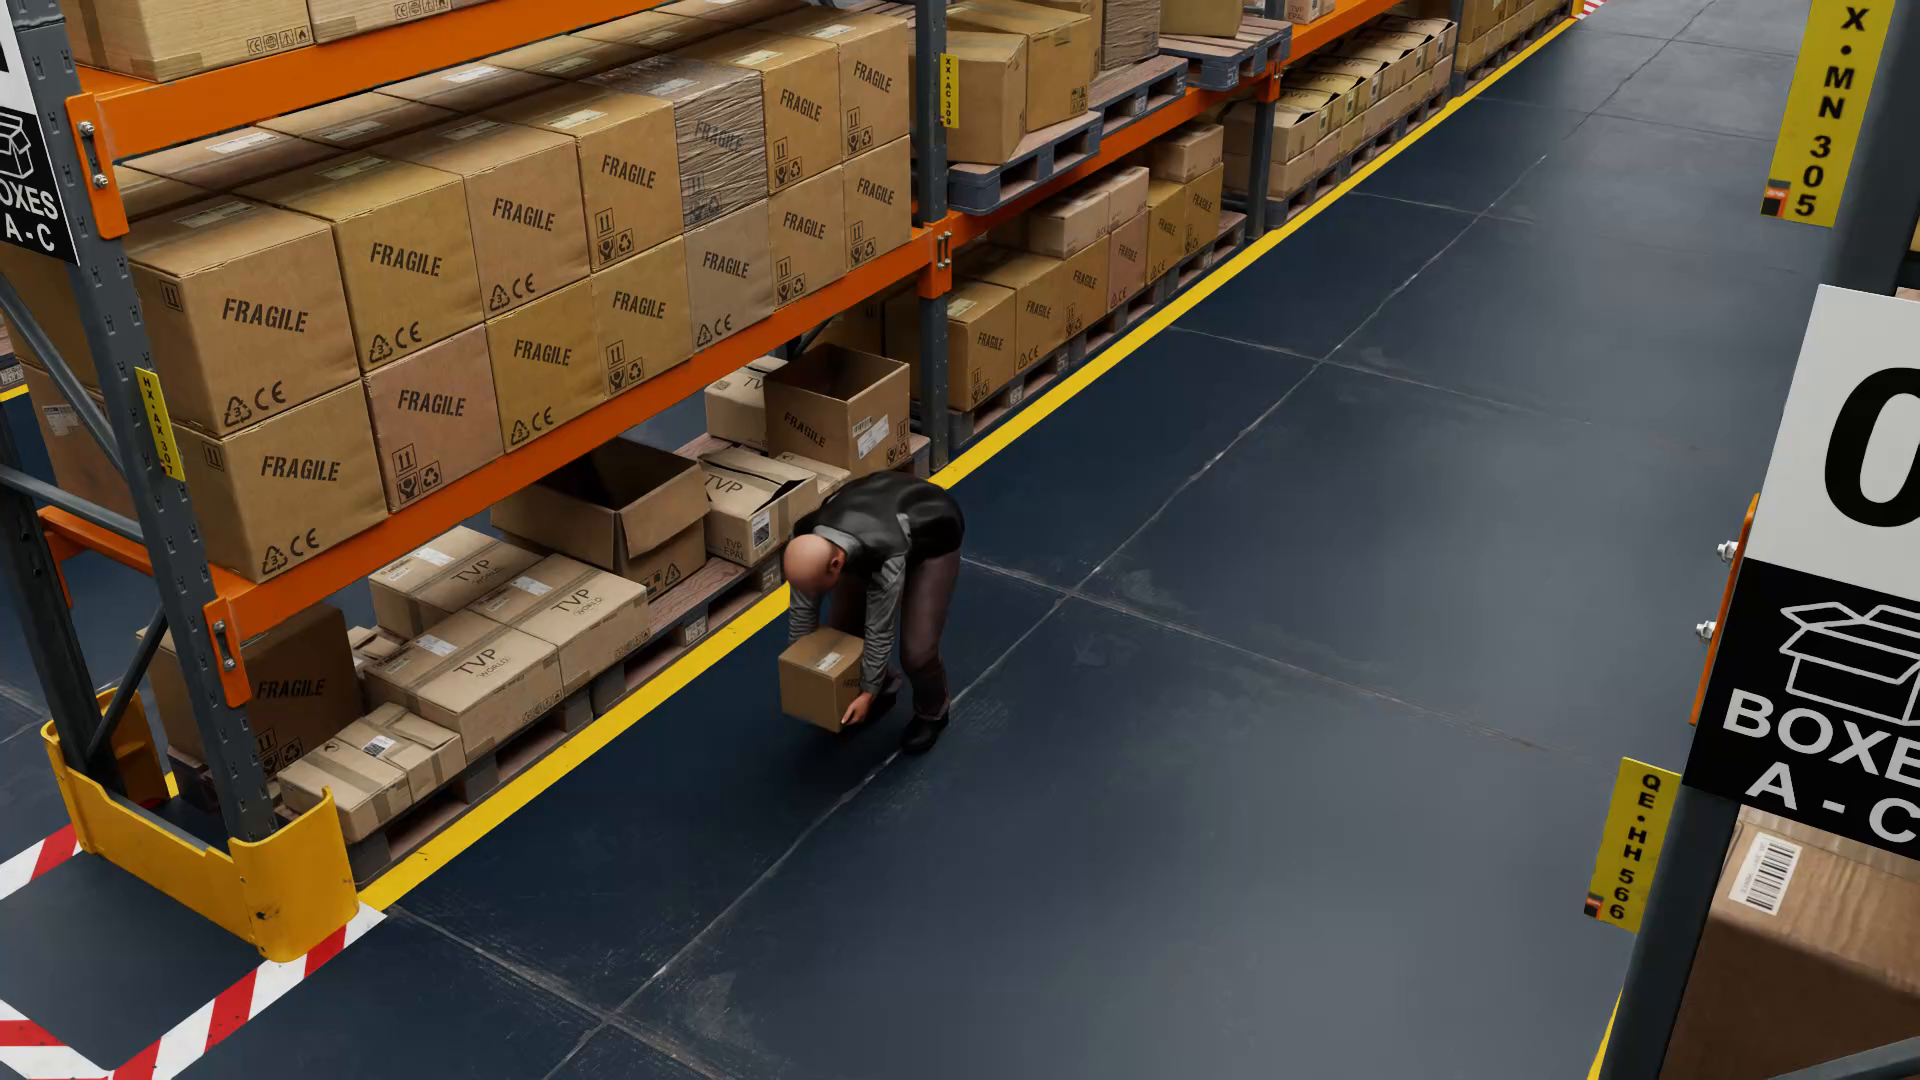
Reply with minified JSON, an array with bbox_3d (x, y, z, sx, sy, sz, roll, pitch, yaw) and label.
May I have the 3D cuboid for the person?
[{"bbox_3d":[-0.345,0.325,6.181,0.488,1.136,0.918,16,34,25],"label":"person"}]
